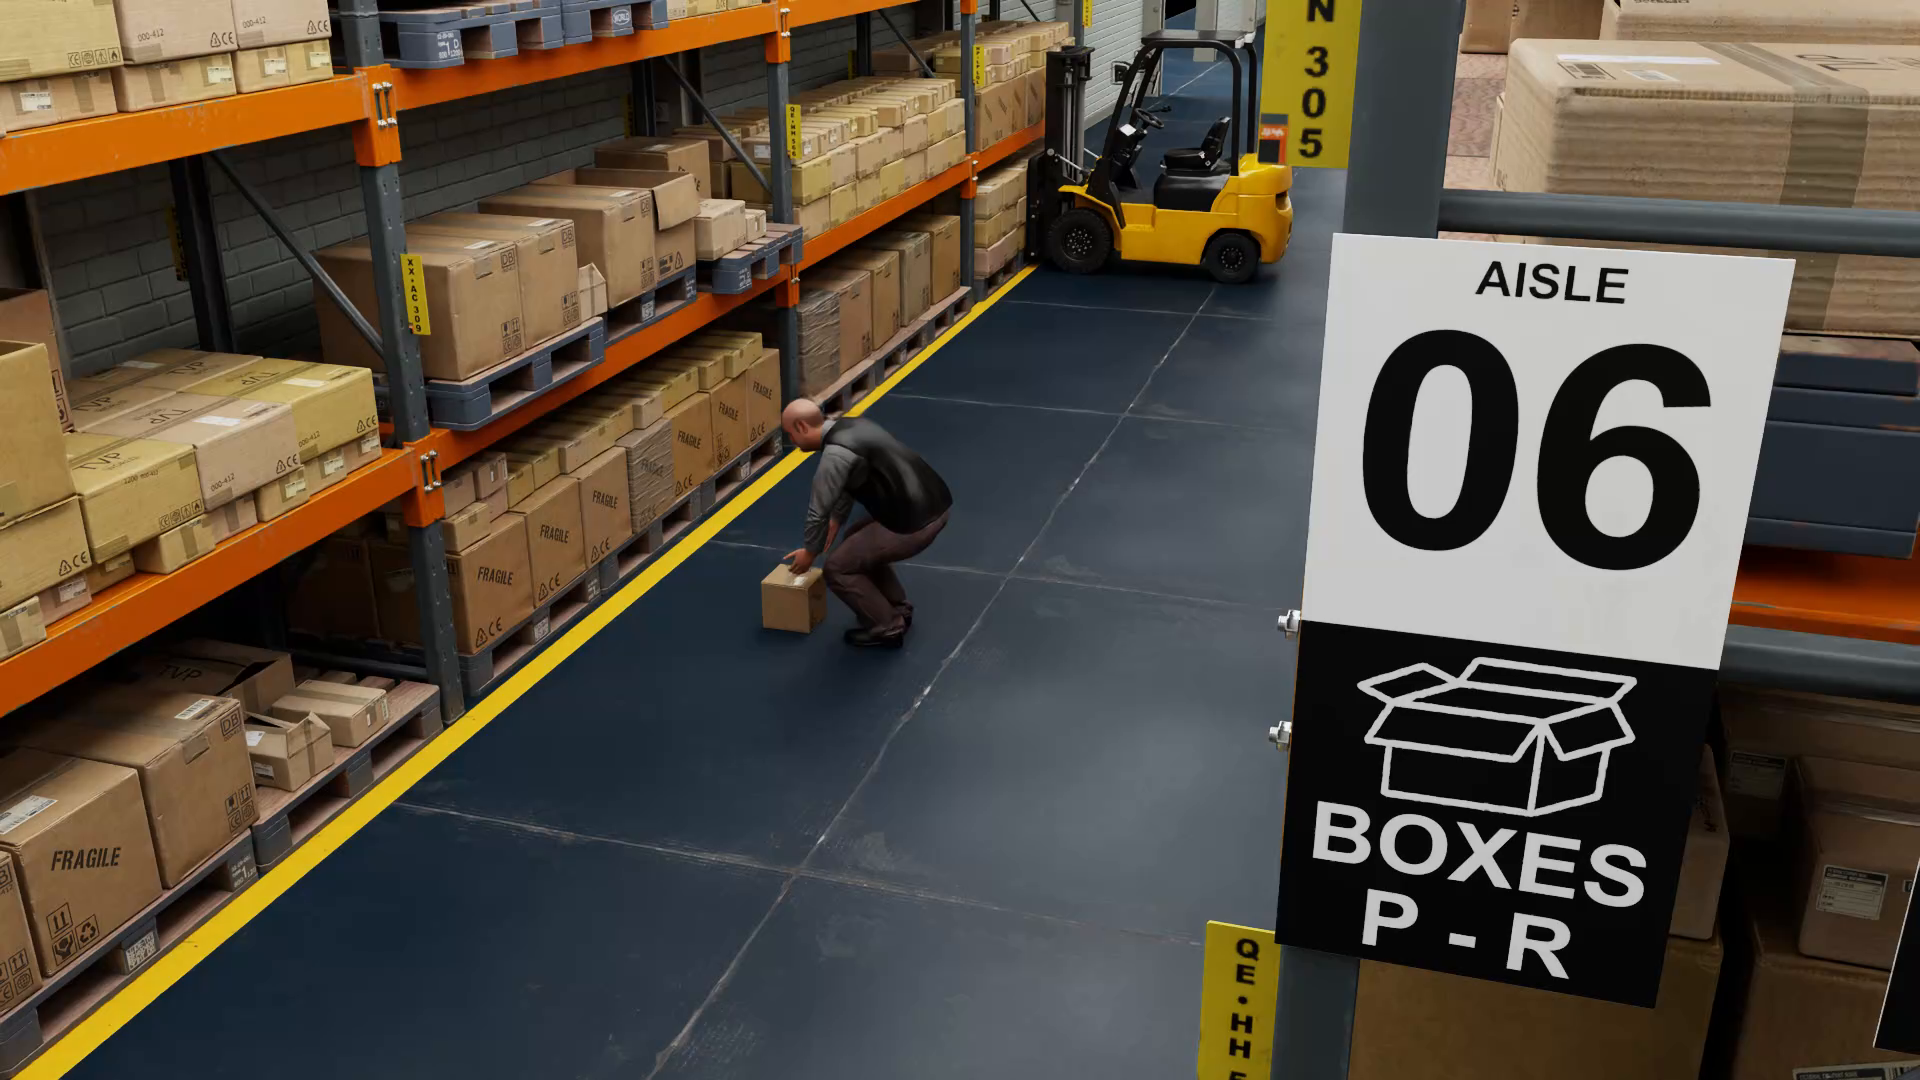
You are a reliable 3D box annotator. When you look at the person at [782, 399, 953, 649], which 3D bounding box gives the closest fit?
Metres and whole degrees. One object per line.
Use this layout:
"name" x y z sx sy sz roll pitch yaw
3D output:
"person" -0.458 -0.085 8.046 0.805 1.196 0.578 6 23 16
